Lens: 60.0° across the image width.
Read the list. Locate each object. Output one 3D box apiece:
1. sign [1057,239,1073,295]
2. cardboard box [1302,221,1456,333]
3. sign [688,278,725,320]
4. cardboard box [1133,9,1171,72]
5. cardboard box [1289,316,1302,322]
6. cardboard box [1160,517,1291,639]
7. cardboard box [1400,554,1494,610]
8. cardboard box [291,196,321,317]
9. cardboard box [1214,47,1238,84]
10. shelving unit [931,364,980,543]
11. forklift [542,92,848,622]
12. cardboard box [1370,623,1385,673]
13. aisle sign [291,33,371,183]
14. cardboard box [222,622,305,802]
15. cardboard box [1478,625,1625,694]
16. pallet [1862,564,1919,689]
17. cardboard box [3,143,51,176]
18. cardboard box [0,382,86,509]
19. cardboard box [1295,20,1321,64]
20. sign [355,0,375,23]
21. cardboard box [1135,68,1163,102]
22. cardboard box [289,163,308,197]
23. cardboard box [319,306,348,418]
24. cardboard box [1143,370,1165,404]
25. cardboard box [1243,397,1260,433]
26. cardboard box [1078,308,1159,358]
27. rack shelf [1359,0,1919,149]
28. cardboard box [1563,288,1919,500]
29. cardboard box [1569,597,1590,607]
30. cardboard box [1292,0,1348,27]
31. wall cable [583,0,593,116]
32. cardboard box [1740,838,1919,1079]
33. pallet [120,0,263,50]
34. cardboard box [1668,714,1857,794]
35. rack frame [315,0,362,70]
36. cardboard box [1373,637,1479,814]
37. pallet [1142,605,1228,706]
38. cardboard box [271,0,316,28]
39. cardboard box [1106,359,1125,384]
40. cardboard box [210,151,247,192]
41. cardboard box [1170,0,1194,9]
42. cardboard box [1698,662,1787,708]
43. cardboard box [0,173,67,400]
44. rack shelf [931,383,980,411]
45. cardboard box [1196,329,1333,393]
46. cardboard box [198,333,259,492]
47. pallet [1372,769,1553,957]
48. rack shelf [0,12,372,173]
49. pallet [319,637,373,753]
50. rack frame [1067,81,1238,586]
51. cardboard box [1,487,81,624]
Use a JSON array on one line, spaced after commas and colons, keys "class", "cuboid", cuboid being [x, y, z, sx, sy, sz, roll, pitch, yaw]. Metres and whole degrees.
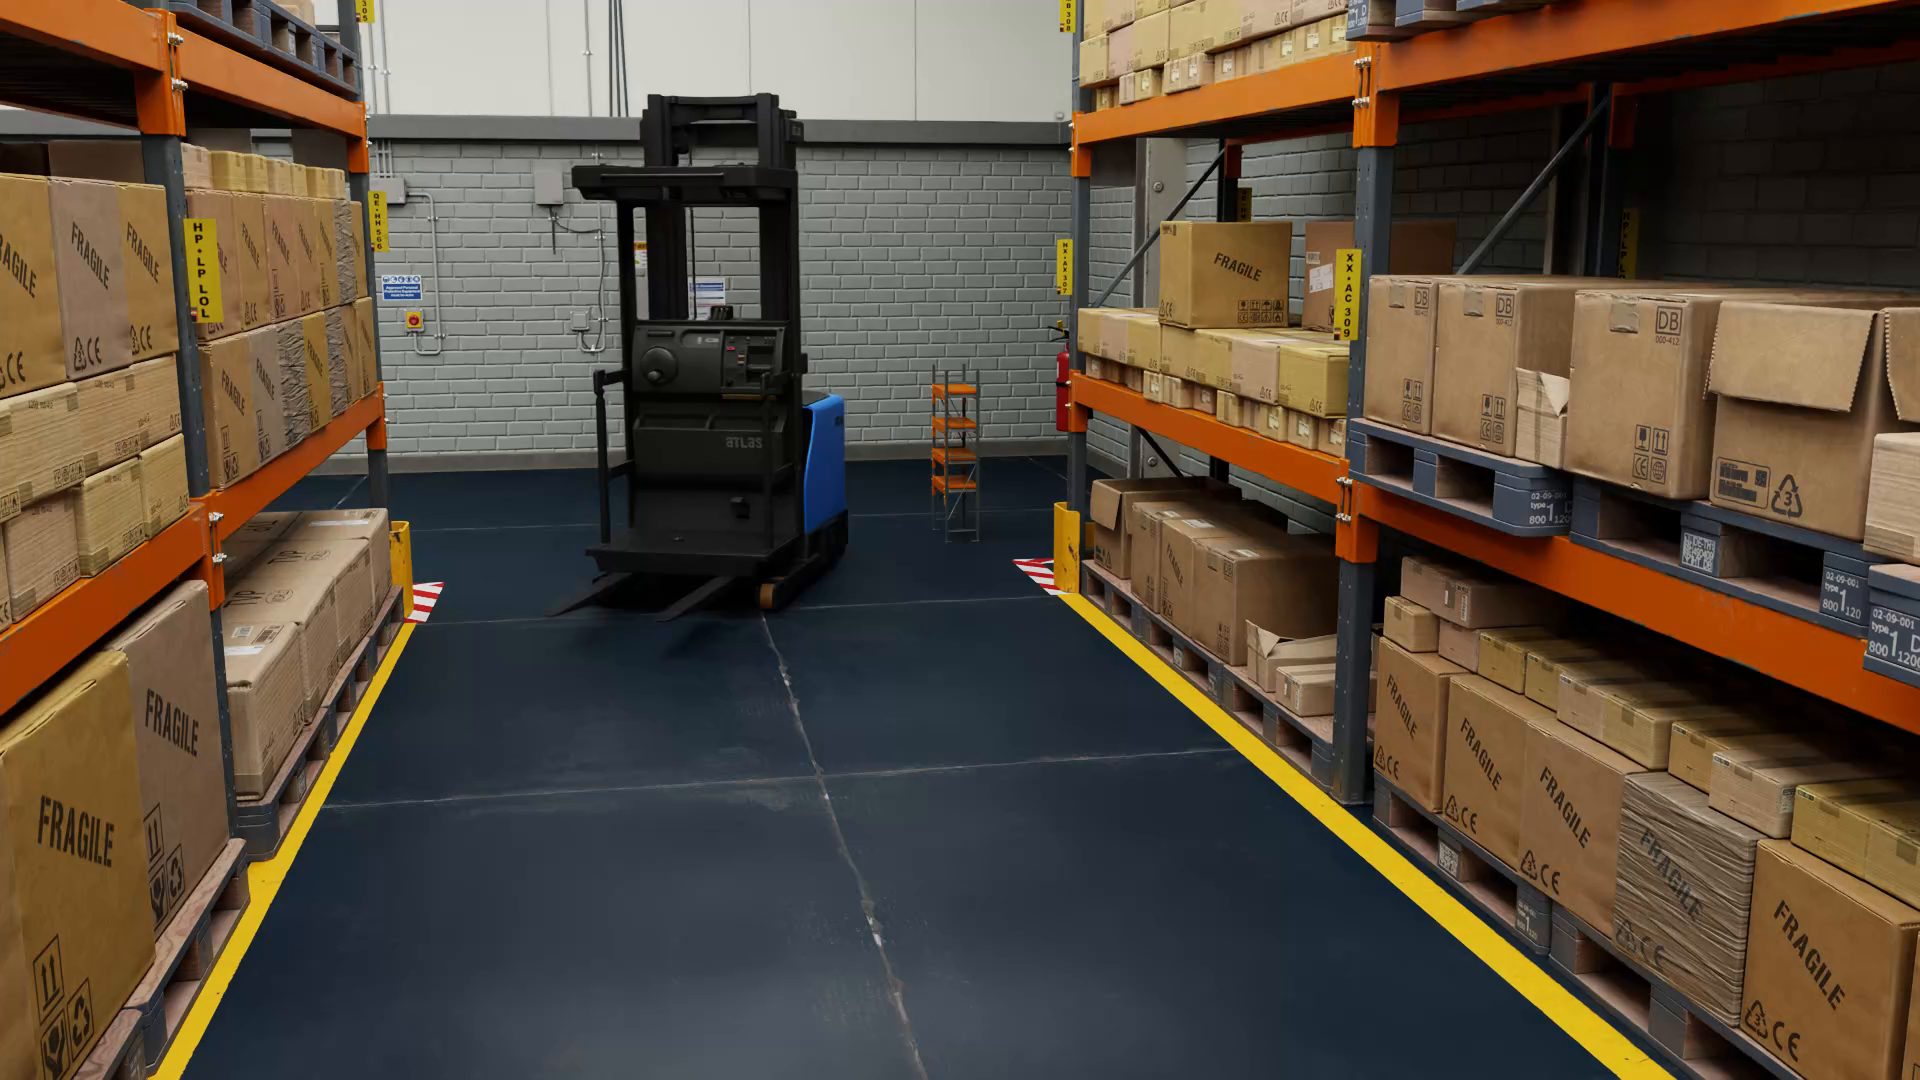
[{"class": "sign", "cuboid": [0.626, -1.622, 9.880, 0.100, 0.325, 0.005, -2, 11, -11]}, {"class": "cardboard box", "cuboid": [1.907, -1.206, 7.613, 0.500, 0.500, 0.500, -2, 11, -13]}, {"class": "sign", "cuboid": [-2.297, -2.127, 15.106, 0.329, 0.494, 0.001, -2, 11, -11]}, {"class": "cardboard box", "cuboid": [1.183, -2.484, 8.310, 0.500, 0.250, 0.500, -2, 11, -13]}, {"class": "cardboard box", "cuboid": [1.699, -1.029, 8.684, 0.500, 0.250, 0.500, -2, 11, -9]}, {"class": "cardboard box", "cuboid": [1.317, 0.180, 8.292, 0.500, 0.500, 0.500, -2, 11, -10]}, {"class": "cardboard box", "cuboid": [1.804, 0.147, 5.932, 0.380, 0.149, 0.250, -2, 11, -12]}, {"class": "cardboard box", "cuboid": [-3.063, -1.218, 7.131, 0.500, 0.500, 0.500, -2, 11, -11]}, {"class": "cardboard box", "cuboid": [1.366, -2.124, 7.483, 0.380, 0.149, 0.250, -2, 11, -10]}, {"class": "shelving unit", "cuboid": [-0.032, -0.620, 11.744, 0.258, 1.200, 0.503, -2, 11, -11]}, {"class": "forklift", "cuboid": [-1.529, -1.103, 9.654, 1.130, 2.935, 3.031, 2, 11, 10]}, {"class": "cardboard box", "cuboid": [2.039, 0.502, 7.105, 0.500, 0.311, 0.500, -2, 11, -9]}, {"class": "aisle sign", "cuboid": [-3.420, -2.337, 8.999, 0.394, 0.787, 0.004, -2, 11, -11]}, {"class": "cardboard box", "cuboid": [-2.949, 0.632, 6.084, 0.875, 0.438, 0.875, -2, 11, -12]}, {"class": "cardboard box", "cuboid": [1.936, 0.390, 5.451, 0.380, 0.149, 0.250, -3, 11, -14]}, {"class": "pallet", "cuboid": [2.513, 0.223, 3.014, 1.213, 0.211, 1.003, -2, 11, -11]}, {"class": "cardboard box", "cuboid": [-3.249, -1.258, 5.606, 0.380, 0.149, 0.250, -2, 11, -10]}, {"class": "cardboard box", "cuboid": [-2.397, -0.215, 3.869, 0.500, 0.250, 0.500, -2, 11, -10]}, {"class": "cardboard box", "cuboid": [1.532, -1.933, 6.480, 0.380, 0.149, 0.250, -2, 11, -11]}, {"class": "sign", "cuboid": [-3.175, -2.922, 8.848, 0.100, 0.325, 0.005, -2, 11, -11]}, {"class": "cardboard box", "cuboid": [1.107, -2.308, 8.448, 0.380, 0.149, 0.250, -2, 11, -11]}, {"class": "cardboard box", "cuboid": [-3.142, -1.604, 7.423, 0.380, 0.149, 0.250, -2, 11, -10]}, {"class": "cardboard box", "cuboid": [-3.164, -0.819, 7.709, 0.500, 0.500, 0.500, -2, 11, -9]}, {"class": "cardboard box", "cuboid": [1.155, -0.785, 8.468, 0.380, 0.149, 0.250, -2, 11, -13]}, {"class": "cardboard box", "cuboid": [1.456, -0.552, 7.244, 0.380, 0.149, 0.250, -2, 11, -10]}, {"class": "cardboard box", "cuboid": [0.982, -1.196, 9.563, 0.500, 0.250, 0.500, -2, 11, -11]}, {"class": "rack shelf", "cuboid": [2.325, -1.236, 4.070, 1.077, 0.370, 4.000, -2, 11, -11]}, {"class": "cardboard box", "cuboid": [2.064, -0.402, 4.398, 0.700, 0.500, 0.500, -2, 11, -11]}, {"class": "cardboard box", "cuboid": [2.290, 0.277, 6.045, 0.380, 0.149, 0.250, -3, 11, -13]}, {"class": "cardboard box", "cuboid": [1.597, -2.108, 6.334, 0.500, 0.250, 0.500, -2, 11, -11]}, {"class": "wall cable", "cuboid": [-4.354, -5.042, 14.121, 2.355, 3.000, 0.029, -2, 11, -11]}, {"class": "cardboard box", "cuboid": [2.229, 1.015, 3.905, 0.500, 0.500, 0.500, -2, 11, -9]}, {"class": "pallet", "cuboid": [-3.081, -1.882, 5.777, 1.003, 0.211, 1.213, -2, 11, -11]}, {"class": "cardboard box", "cuboid": [2.141, 0.581, 4.447, 0.380, 0.149, 0.250, -2, 11, -11]}, {"class": "rack frame", "cuboid": [-3.710, -3.982, 8.552, 1.000, 3.000, 0.127, -2, 11, -11]}, {"class": "cardboard box", "cuboid": [1.809, 0.636, 5.896, 0.500, 0.500, 0.500, -2, 11, -9]}, {"class": "pallet", "cuboid": [1.563, 0.537, 8.311, 1.003, 0.211, 1.213, -2, 11, -11]}, {"class": "cardboard box", "cuboid": [-3.534, -2.611, 8.382, 0.500, 0.250, 0.500, -3, 11, -16]}, {"class": "cardboard box", "cuboid": [1.048, -0.978, 9.483, 0.380, 0.149, 0.250, -2, 11, -10]}, {"class": "cardboard box", "cuboid": [-2.884, -1.367, 6.182, 0.380, 0.149, 0.250, -2, 11, -11]}, {"class": "cardboard box", "cuboid": [1.299, -2.639, 7.784, 0.500, 0.250, 0.500, -2, 11, -9]}, {"class": "cardboard box", "cuboid": [2.479, 0.468, 5.042, 0.380, 0.149, 0.250, -2, 11, -9]}, {"class": "cardboard box", "cuboid": [-2.412, -0.581, 3.784, 0.500, 0.500, 0.500, -2, 11, -9]}, {"class": "rack shelf", "cuboid": [-0.032, -1.006, 11.670, 0.258, 0.148, 0.480, -2, 11, -11]}, {"class": "cardboard box", "cuboid": [1.402, -0.823, 7.604, 0.500, 0.250, 0.500, -2, 11, -11]}, {"class": "cardboard box", "cuboid": [-2.767, -0.446, 5.752, 0.500, 0.500, 0.500, -2, 11, -9]}, {"class": "pallet", "cuboid": [2.131, 1.035, 5.695, 1.003, 0.211, 1.213, -2, 11, -11]}, {"class": "rack shelf", "cuboid": [-3.321, -1.789, 6.973, 1.077, 0.370, 4.000, -2, 11, -11]}, {"class": "pallet", "cuboid": [-3.244, 0.702, 7.445, 1.003, 0.211, 1.213, -2, 11, -11]}, {"class": "rack frame", "cuboid": [1.158, -1.216, 10.065, 1.000, 3.000, 0.127, -2, 11, -11]}, {"class": "cardboard box", "cuboid": [-2.420, 0.032, 3.908, 0.500, 0.250, 0.500, -2, 11, -13]}]
